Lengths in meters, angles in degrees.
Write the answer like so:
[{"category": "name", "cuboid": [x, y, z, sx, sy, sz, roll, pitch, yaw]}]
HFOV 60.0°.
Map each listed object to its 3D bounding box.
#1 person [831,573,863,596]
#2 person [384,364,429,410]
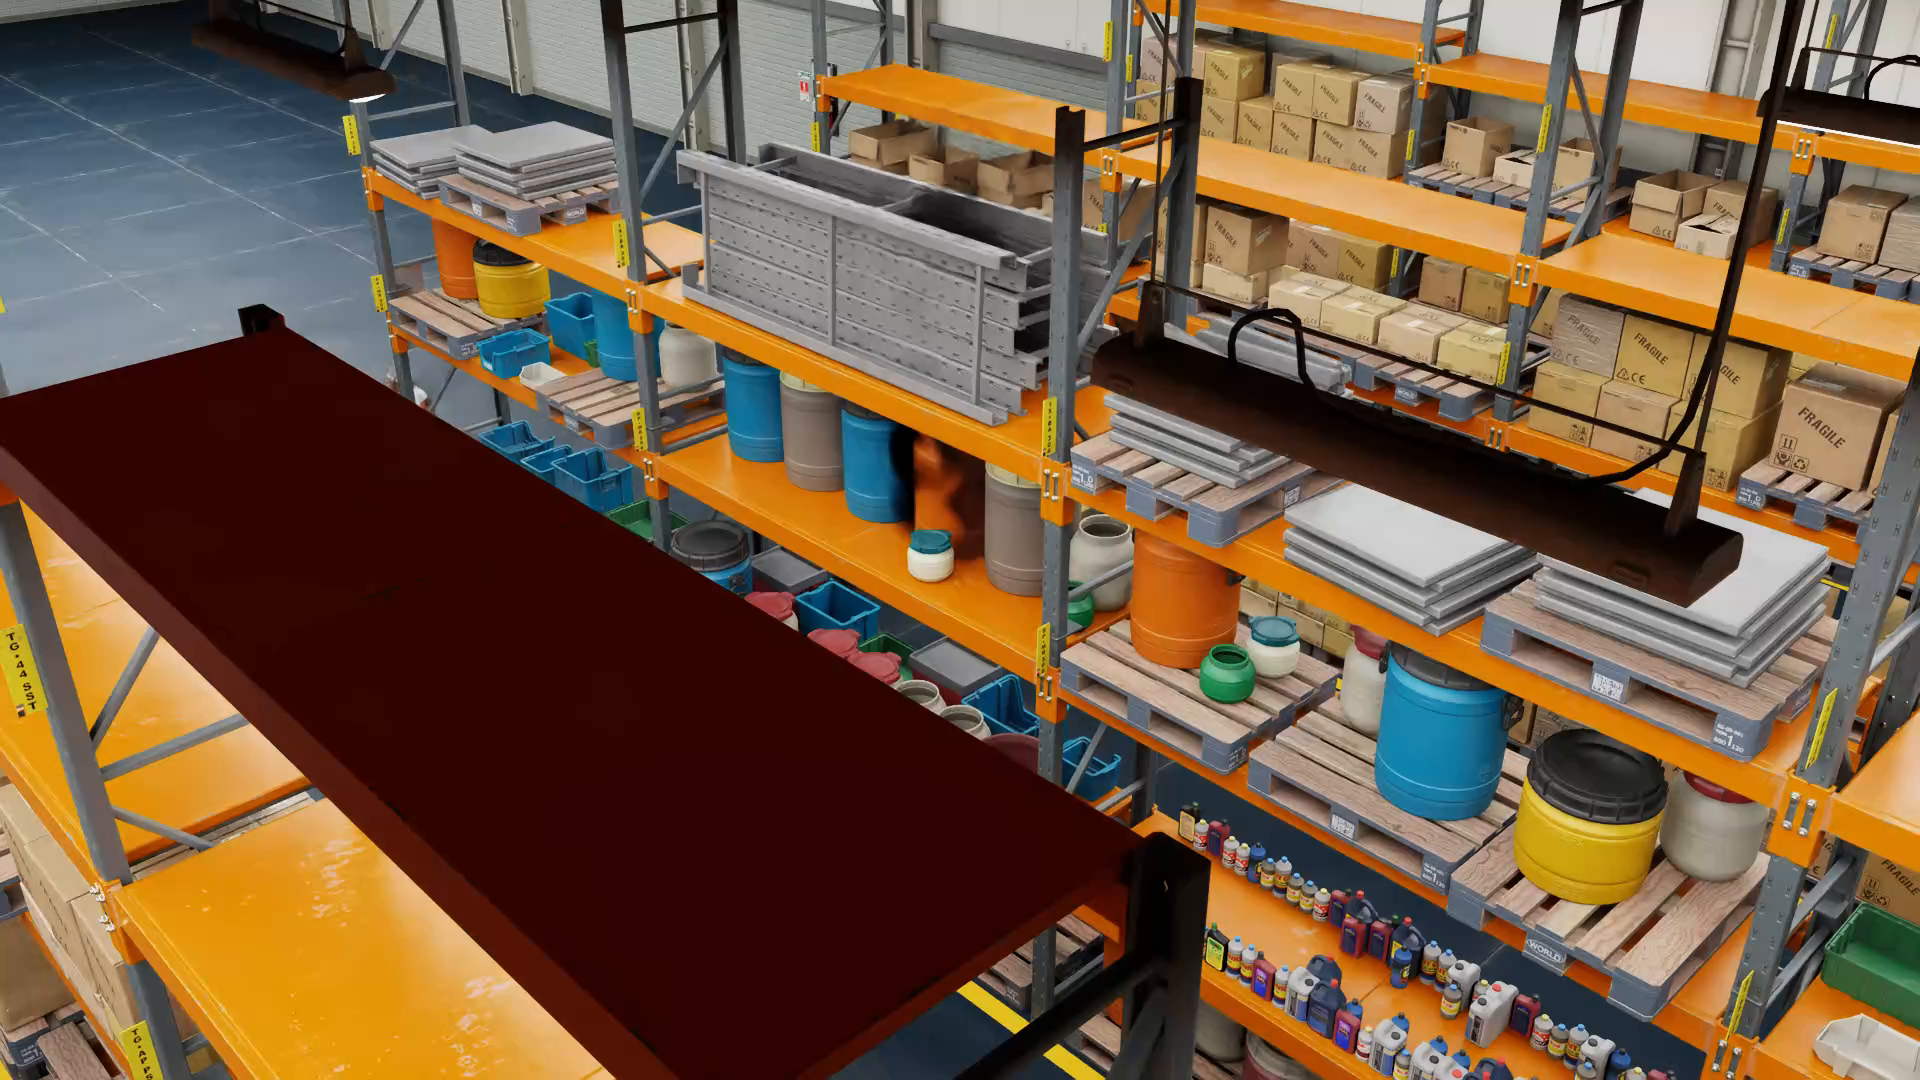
[{"category": "person", "cuboid": [-0.907, 0.339, 14.417, 0.770, 1.786, 0.630, 20, 34, 32]}, {"category": "person", "cuboid": [-5.664, -1.028, 16.996, 0.592, 1.666, 0.558, -6, 29, -10]}]
